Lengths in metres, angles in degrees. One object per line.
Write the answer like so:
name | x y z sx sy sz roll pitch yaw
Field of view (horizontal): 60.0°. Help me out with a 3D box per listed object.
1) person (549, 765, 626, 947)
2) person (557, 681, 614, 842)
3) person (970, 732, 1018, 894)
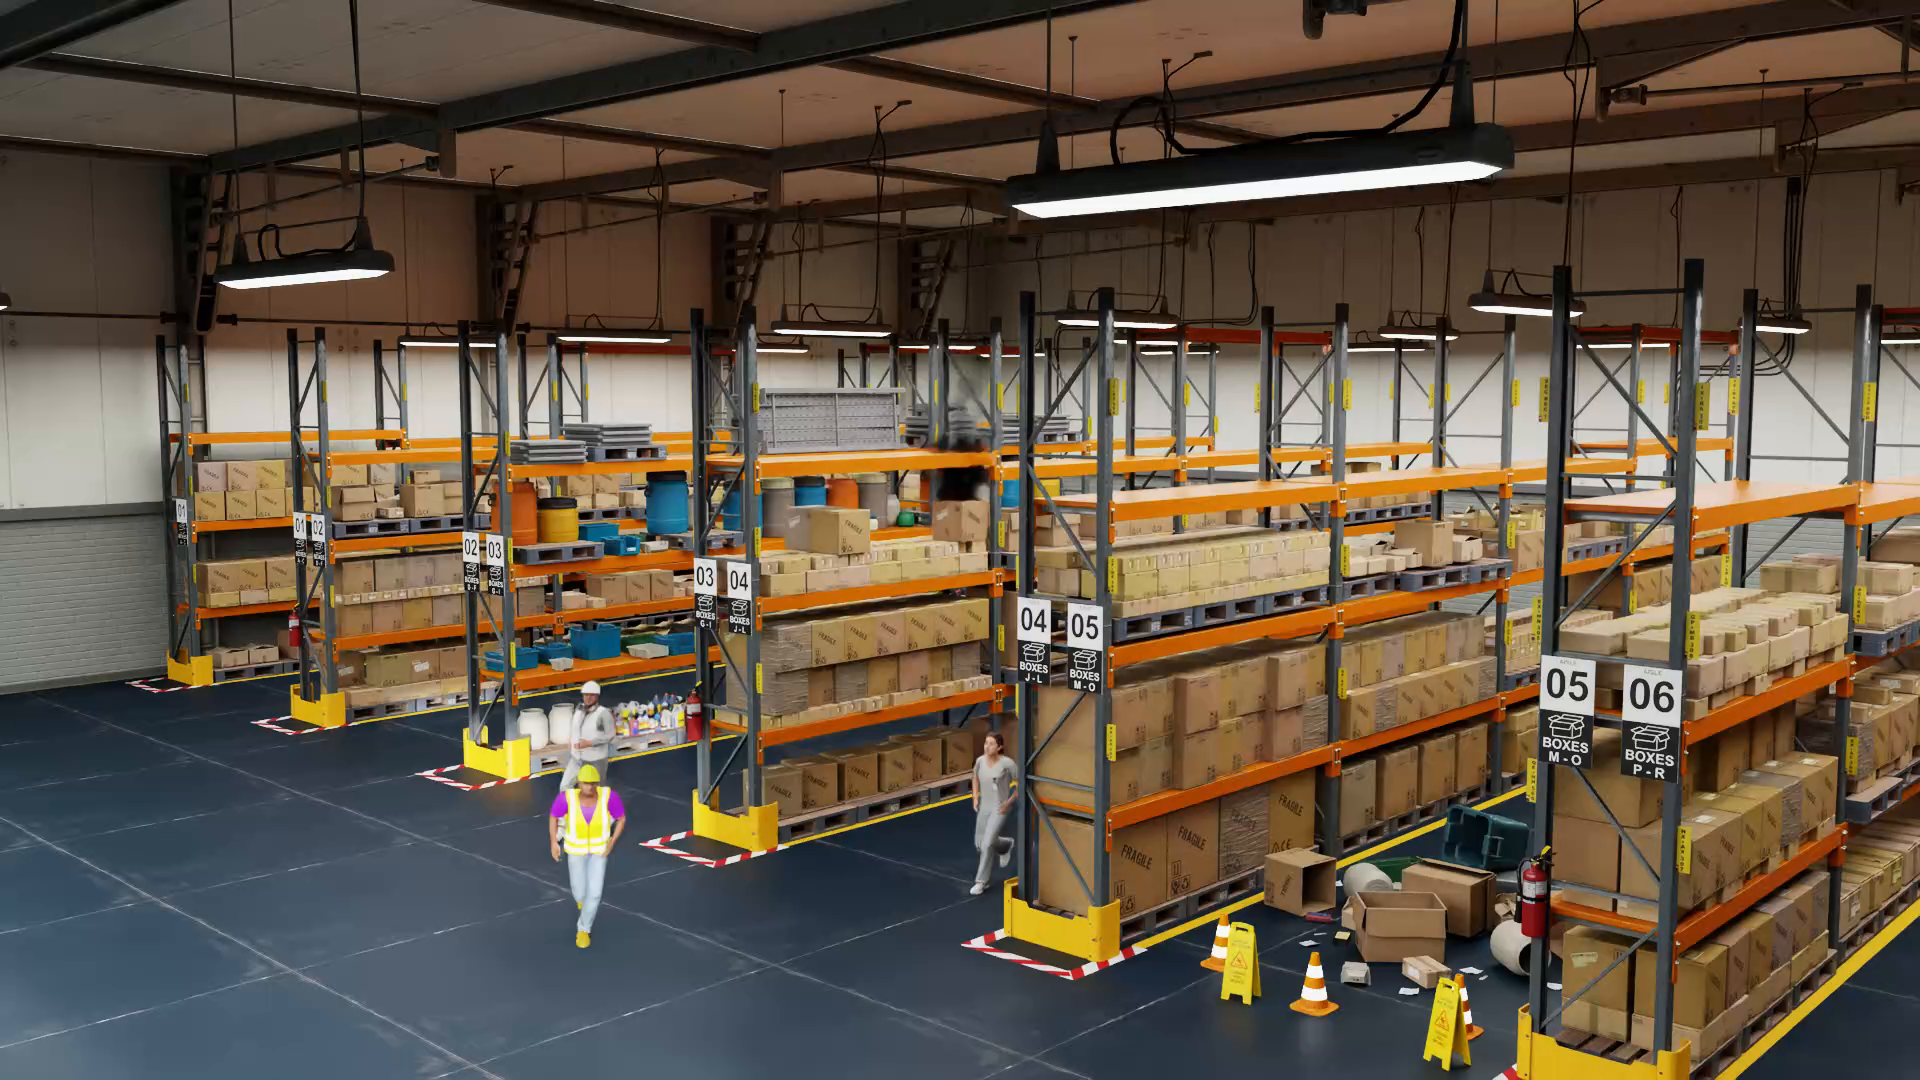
person | -3.458 2.882 15.469 0.693 1.692 0.784 -2 6 -18
person | -4.239 2.504 19.028 0.656 1.807 0.862 2 6 22
person | 0.385 2.759 17.046 0.587 1.643 0.728 3 6 32
